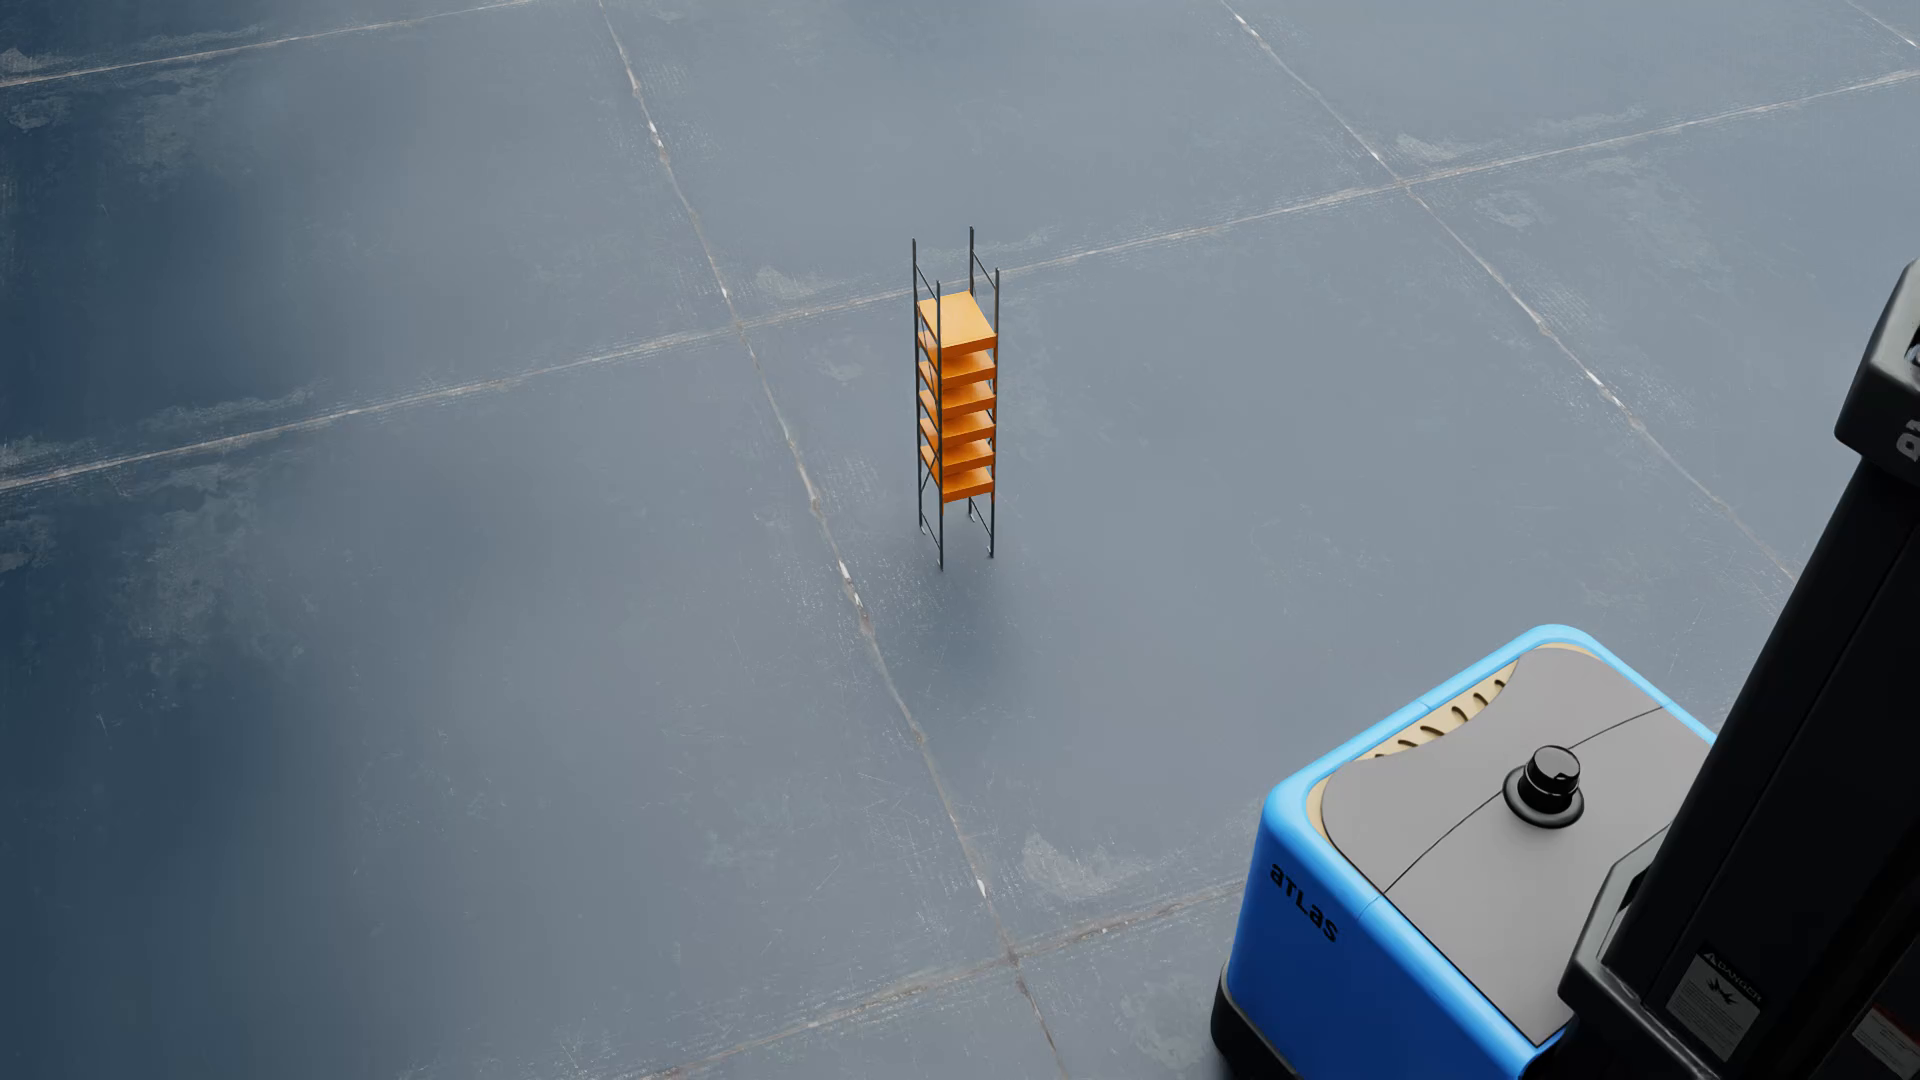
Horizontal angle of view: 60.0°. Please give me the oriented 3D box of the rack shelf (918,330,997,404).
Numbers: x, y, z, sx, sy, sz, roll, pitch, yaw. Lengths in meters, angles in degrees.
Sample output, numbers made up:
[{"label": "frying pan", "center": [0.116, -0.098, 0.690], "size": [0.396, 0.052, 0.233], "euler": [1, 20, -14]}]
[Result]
[{"label": "rack shelf", "center": [-0.014, -0.558, 5.183], "size": [0.180, 0.103, 0.258], "euler": [-14, 47, -14]}]

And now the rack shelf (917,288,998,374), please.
[{"label": "rack shelf", "center": [-0.014, -0.643, 5.098], "size": [0.180, 0.103, 0.258], "euler": [-14, 47, -14]}]

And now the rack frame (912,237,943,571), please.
[{"label": "rack frame", "center": [-0.100, -0.398, 5.300], "size": [0.006, 1.200, 0.240], "euler": [-14, 47, -14]}]

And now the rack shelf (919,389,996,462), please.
[{"label": "rack shelf", "center": [-0.014, -0.389, 5.353], "size": [0.180, 0.103, 0.258], "euler": [-14, 47, -14]}]

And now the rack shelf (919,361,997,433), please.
[{"label": "rack shelf", "center": [-0.014, -0.473, 5.268], "size": [0.180, 0.103, 0.258], "euler": [-14, 47, -14]}]

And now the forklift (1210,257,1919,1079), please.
[{"label": "forklift", "center": [1.902, 0.959, 2.725], "size": [1.130, 2.935, 3.031], "euler": [-26, 51, -23]}]

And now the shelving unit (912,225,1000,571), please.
[{"label": "shelving unit", "center": [-0.014, -0.420, 5.322], "size": [0.189, 1.200, 0.258], "euler": [-14, 47, -14]}]

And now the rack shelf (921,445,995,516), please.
[{"label": "rack shelf", "center": [-0.014, -0.219, 5.523], "size": [0.180, 0.103, 0.258], "euler": [-14, 47, -14]}]

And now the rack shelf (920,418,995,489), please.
[{"label": "rack shelf", "center": [-0.014, -0.304, 5.438], "size": [0.180, 0.103, 0.258], "euler": [-14, 47, -14]}]

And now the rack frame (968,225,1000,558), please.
[{"label": "rack frame", "center": [0.072, -0.442, 5.343], "size": [0.006, 1.200, 0.240], "euler": [-14, 47, -14]}]
